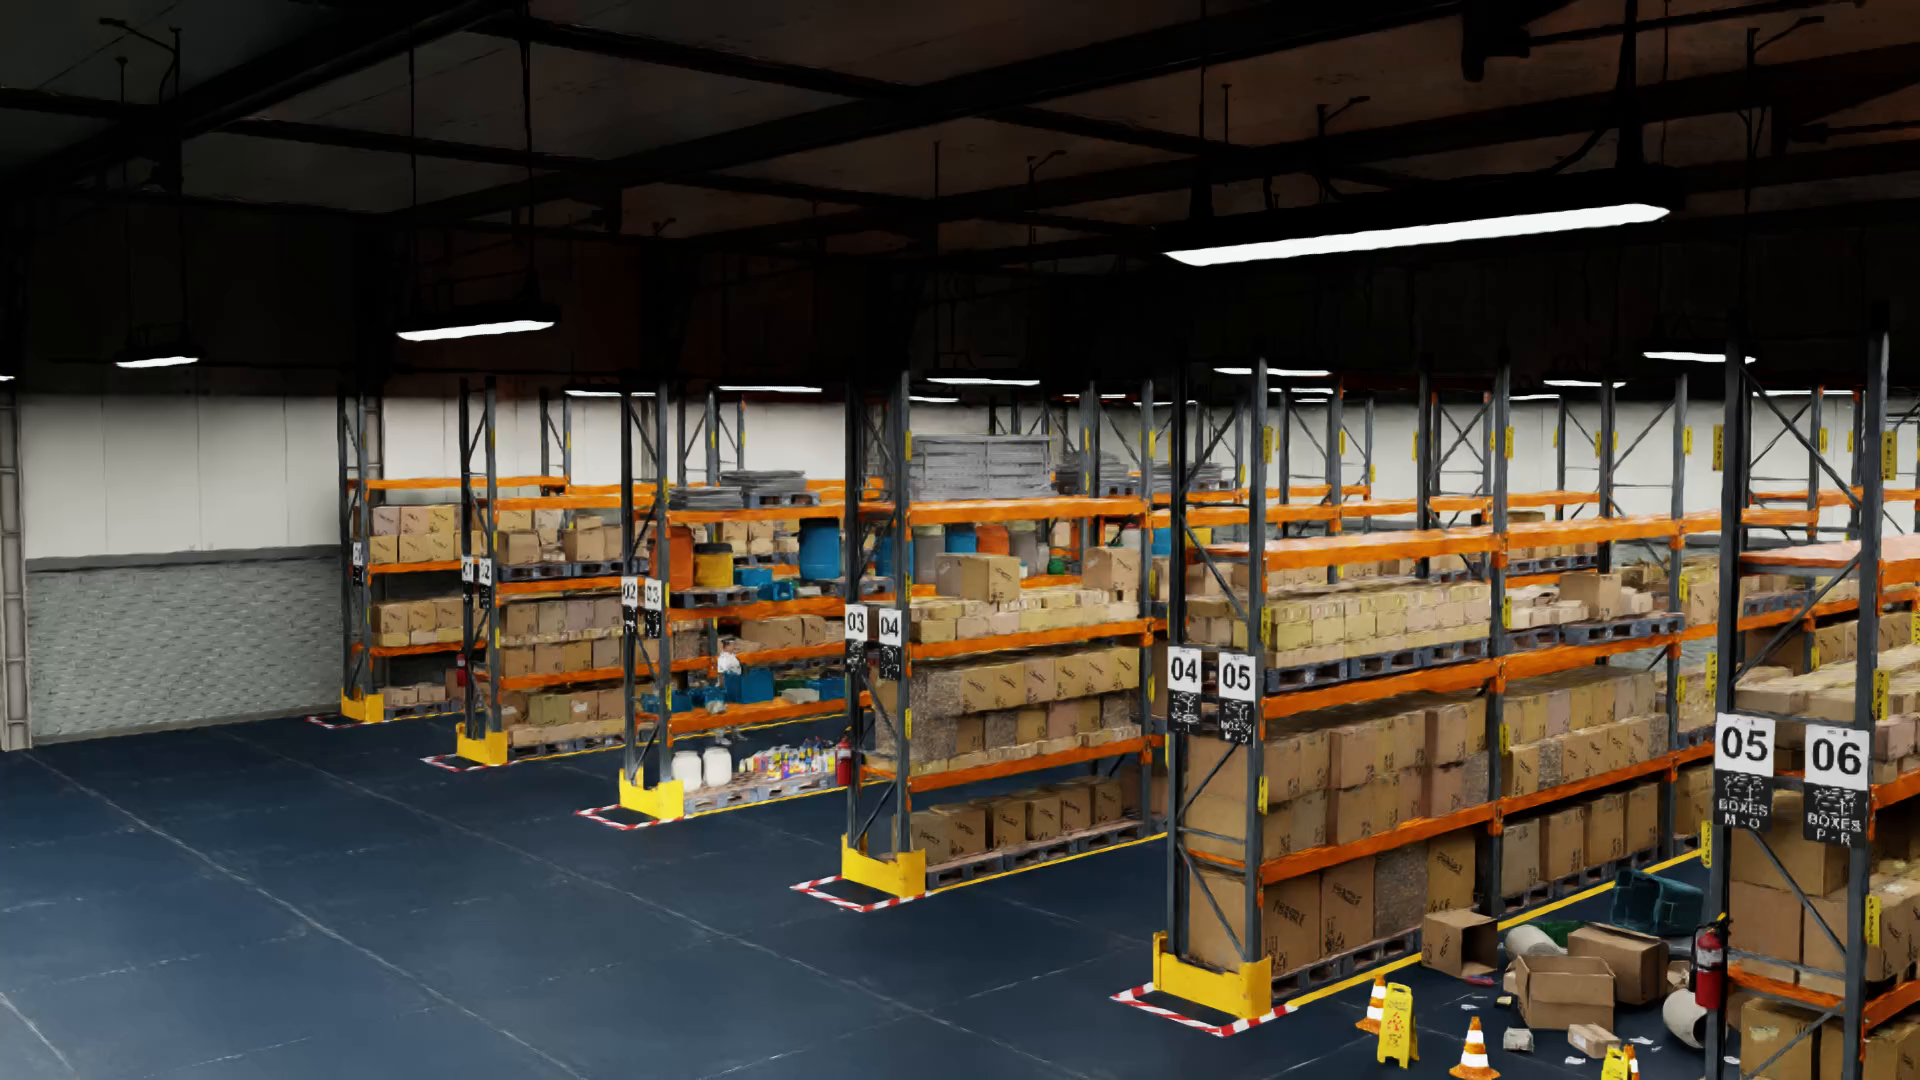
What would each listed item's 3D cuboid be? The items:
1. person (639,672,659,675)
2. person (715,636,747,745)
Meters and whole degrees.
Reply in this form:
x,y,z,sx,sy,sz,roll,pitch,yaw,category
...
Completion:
x,y,z,sx,sy,sz,roll,pitch,yaw,category
-5.673,2.327,30.026,1.192,1.698,0.598,-3,5,-39,person
-3.789,2.470,27.505,0.476,1.759,0.593,1,4,17,person
